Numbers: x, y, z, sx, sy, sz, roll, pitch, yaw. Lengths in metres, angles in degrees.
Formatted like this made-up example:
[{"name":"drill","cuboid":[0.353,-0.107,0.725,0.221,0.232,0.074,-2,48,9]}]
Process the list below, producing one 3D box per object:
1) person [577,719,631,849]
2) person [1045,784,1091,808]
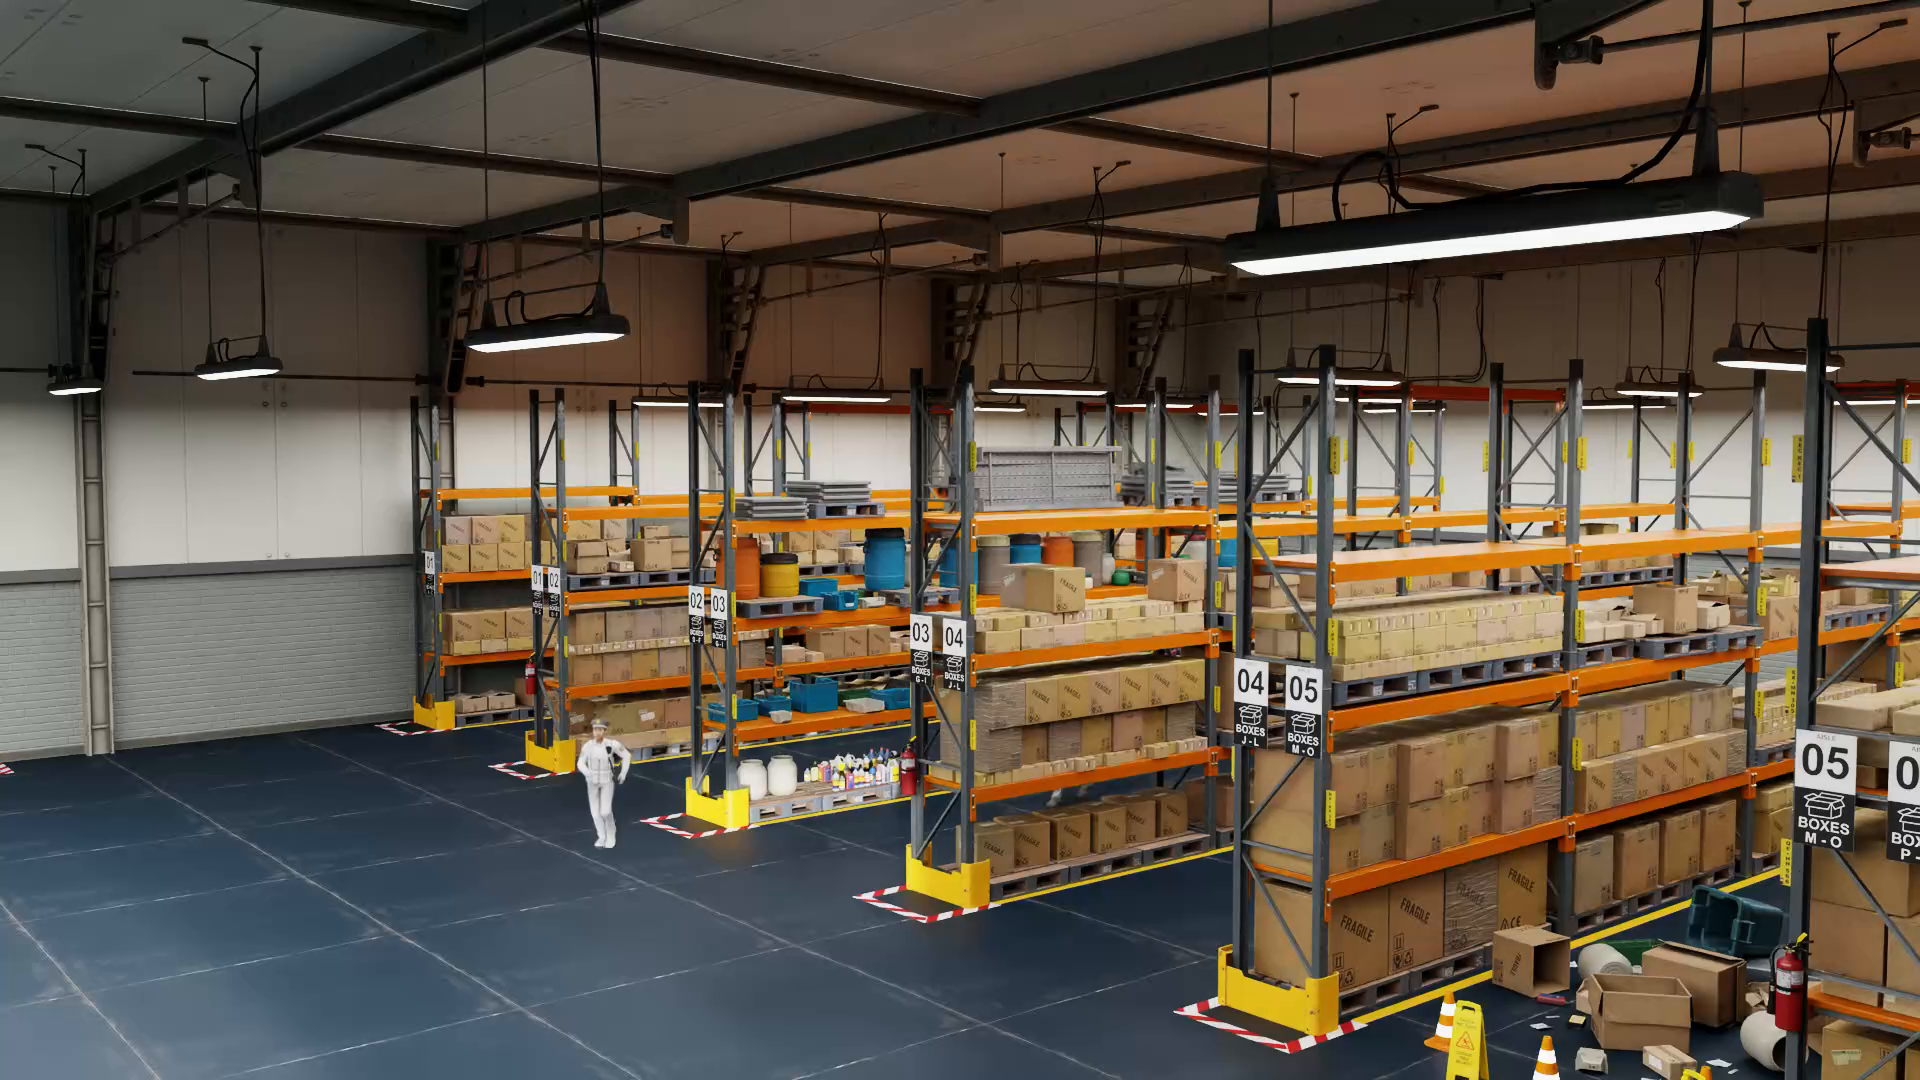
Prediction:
[{"name":"person","cuboid":[-4.522,3.088,21.021,0.635,1.681,0.629,0,3,0]},{"name":"person","cuboid":[1.584,2.867,23.691,0.629,1.817,0.912,3,5,43]}]
